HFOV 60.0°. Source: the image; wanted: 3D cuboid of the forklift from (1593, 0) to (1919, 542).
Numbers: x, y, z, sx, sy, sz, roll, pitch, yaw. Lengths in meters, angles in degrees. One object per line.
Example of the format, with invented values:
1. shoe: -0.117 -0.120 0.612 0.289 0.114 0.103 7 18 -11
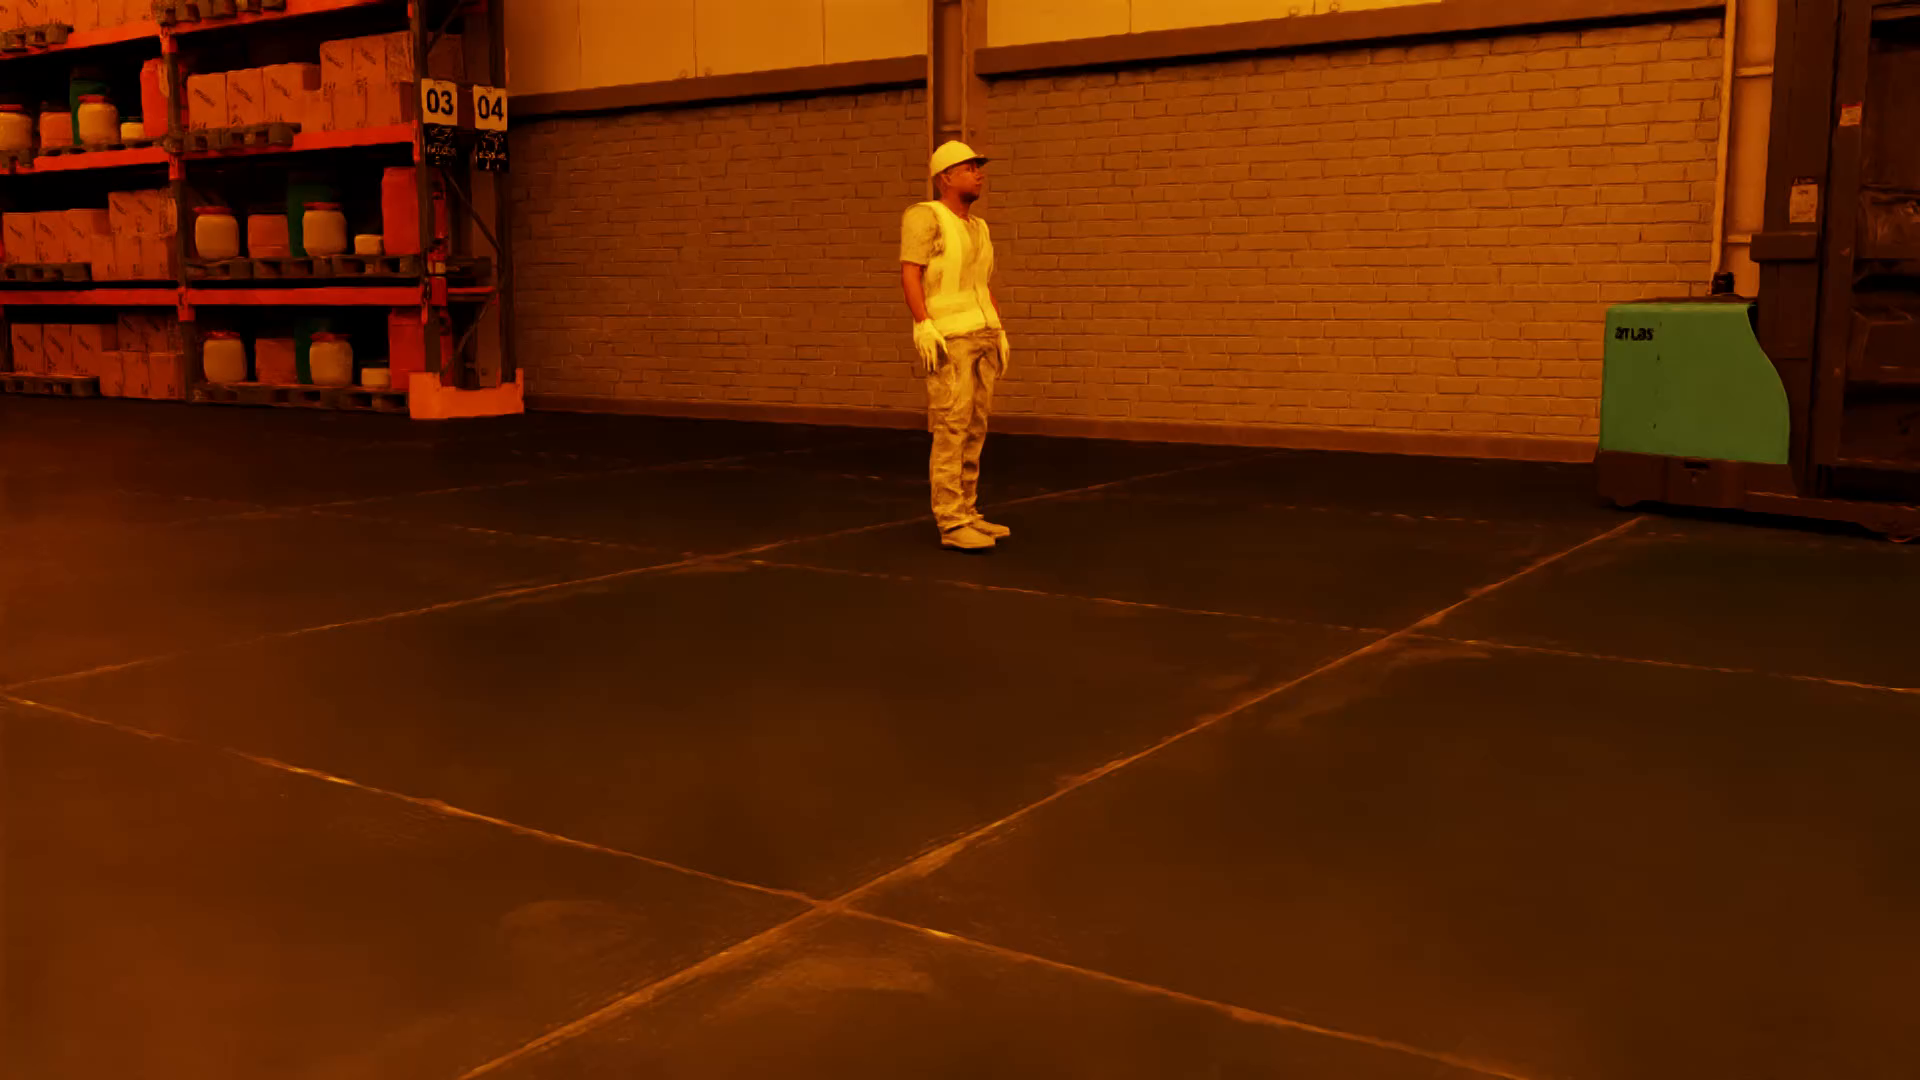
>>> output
1. forklift: 4.622 -1.495 7.703 1.130 2.935 3.031 -6 10 -36

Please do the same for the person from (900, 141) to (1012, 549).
1. person: 0.055 -0.883 7.431 0.576 1.782 0.655 5 10 34
